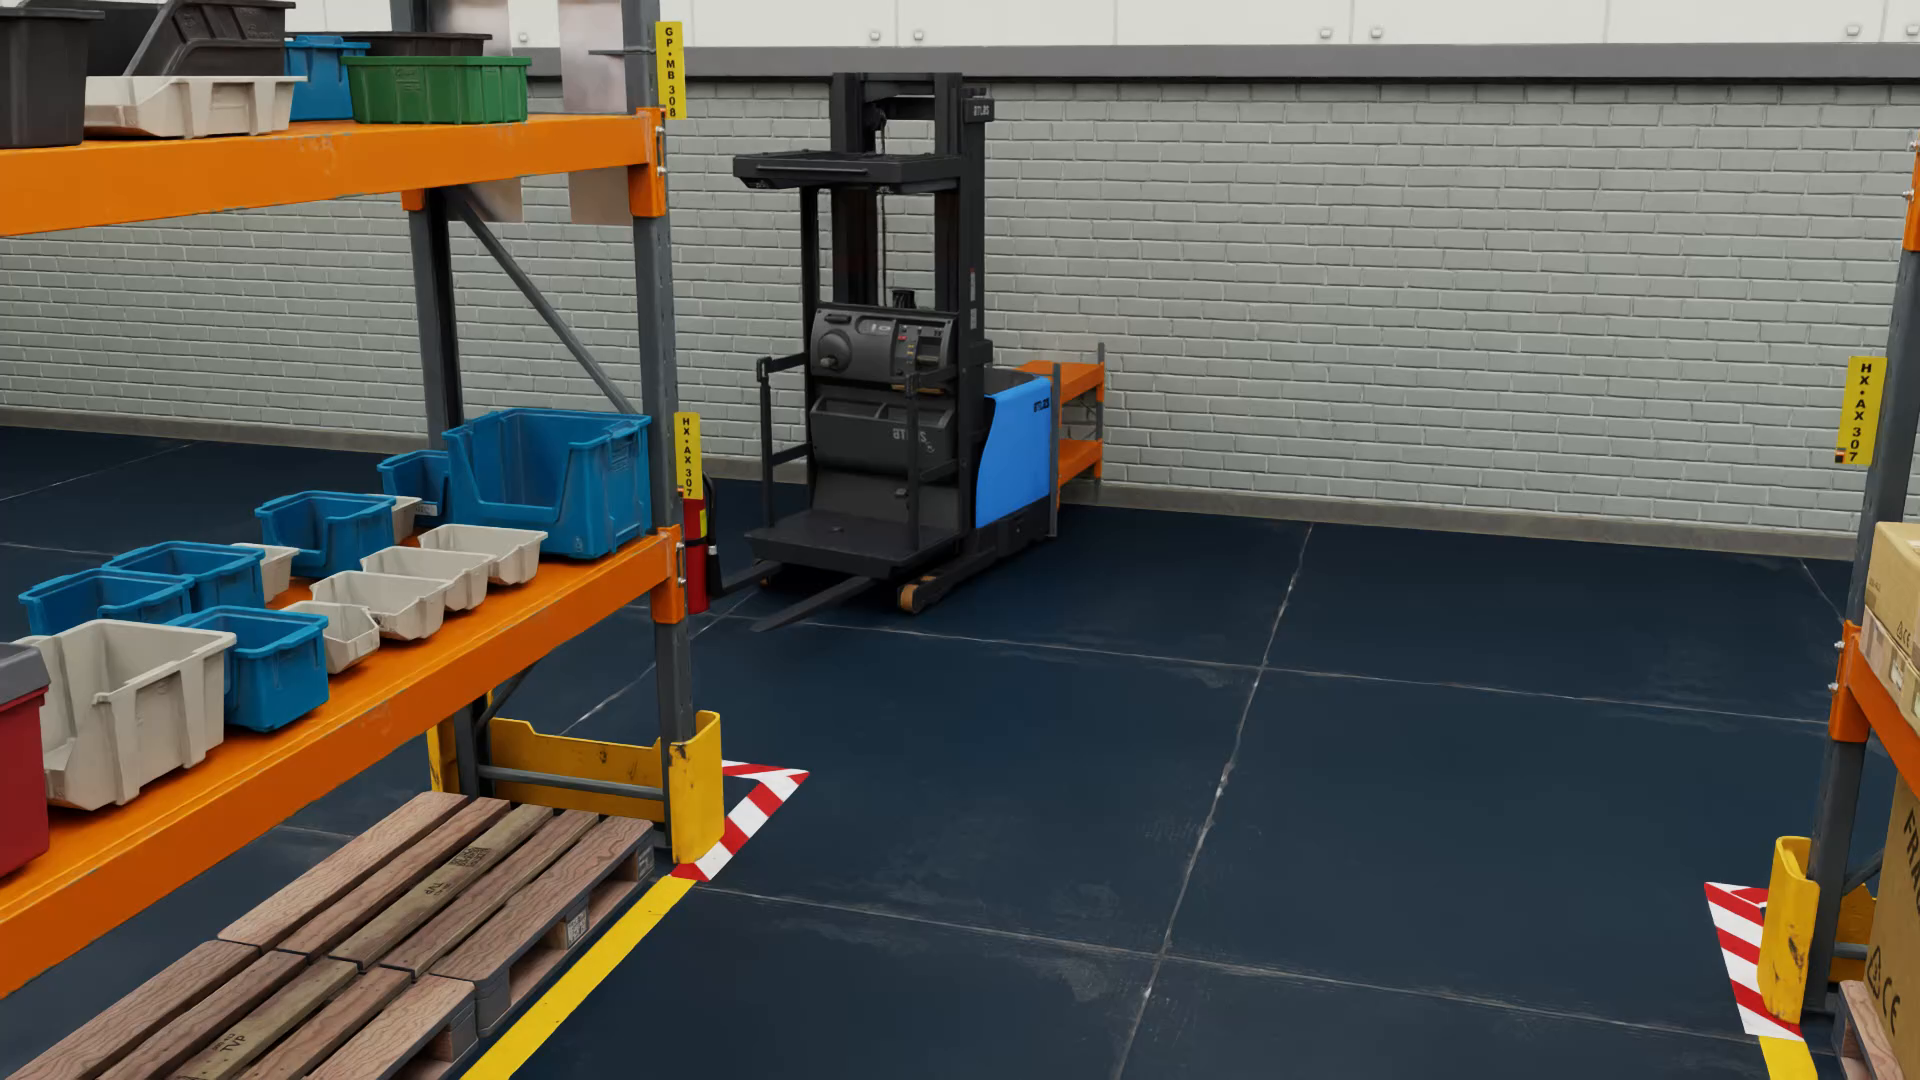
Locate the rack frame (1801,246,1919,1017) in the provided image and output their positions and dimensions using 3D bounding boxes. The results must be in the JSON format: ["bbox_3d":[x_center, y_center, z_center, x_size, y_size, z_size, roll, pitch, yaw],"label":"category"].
[{"bbox_3d":[3.216,0.114,4.931,1.000,3.000,0.127,5,16,16],"label":"rack frame"}]

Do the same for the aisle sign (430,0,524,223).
[{"bbox_3d":[-1.797,-1.563,6.078,0.394,0.787,0.004,5,16,16],"label":"aisle sign"}]

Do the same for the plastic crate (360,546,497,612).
[{"bbox_3d":[-1.687,0.130,5.248,0.396,0.136,0.243,5,16,16],"label":"plastic crate"}]

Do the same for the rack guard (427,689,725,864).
[{"bbox_3d":[-1.538,0.925,6.652,1.175,0.500,0.348,5,16,16],"label":"rack guard"}]

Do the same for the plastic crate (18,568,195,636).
[{"bbox_3d":[-2.378,0.244,4.671,0.416,0.233,0.300,5,16,16],"label":"plastic crate"}]

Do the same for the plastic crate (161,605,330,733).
[{"bbox_3d":[-1.870,0.339,4.335,0.416,0.233,0.300,5,16,16],"label":"plastic crate"}]

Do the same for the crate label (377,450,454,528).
[{"bbox_3d":[-1.918,-0.179,6.162,0.416,0.233,0.303,5,16,16],"label":"crate label"}]

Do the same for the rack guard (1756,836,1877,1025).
[{"bbox_3d":[3.223,1.310,5.294,1.175,0.500,0.348,5,16,16],"label":"rack guard"}]

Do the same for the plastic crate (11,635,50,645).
[{"bbox_3d":[-2.463,0.395,4.312,0.293,0.136,0.466,5,16,16],"label":"plastic crate"}]

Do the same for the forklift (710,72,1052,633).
[{"bbox_3d":[-0.562,-1.137,9.467,1.130,2.935,3.031,9,18,28],"label":"forklift"}]

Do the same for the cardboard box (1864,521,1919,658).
[{"bbox_3d":[2.821,0.148,4.542,0.500,0.250,0.500,4,16,14],"label":"cardboard box"}]

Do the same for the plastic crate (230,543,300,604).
[{"bbox_3d":[-2.282,0.122,5.276,0.250,0.136,0.298,5,16,16],"label":"plastic crate"}]

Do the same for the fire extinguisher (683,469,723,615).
[{"bbox_3d":[-1.054,-0.058,6.361,0.296,0.674,0.183,5,16,16],"label":"fire extinguisher"}]

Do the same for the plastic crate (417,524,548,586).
[{"bbox_3d":[-1.591,0.055,5.511,0.396,0.136,0.243,5,16,16],"label":"plastic crate"}]

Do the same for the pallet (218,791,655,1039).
[{"bbox_3d":[-1.804,1.284,5.915,1.003,0.211,1.213,5,16,16],"label":"pallet"}]

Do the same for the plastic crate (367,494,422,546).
[{"bbox_3d":[-2.089,-0.056,5.902,0.250,0.136,0.298,5,16,16],"label":"plastic crate"}]

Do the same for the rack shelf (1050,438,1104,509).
[{"bbox_3d":[0.572,-0.476,11.214,0.538,0.278,1.000,6,16,20],"label":"rack shelf"}]

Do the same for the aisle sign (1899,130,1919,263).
[{"bbox_3d":[2.949,-1.179,4.724,0.394,0.787,0.004,5,16,16],"label":"aisle sign"}]

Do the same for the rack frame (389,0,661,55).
[{"bbox_3d":[-1.532,-3.156,5.466,1.000,3.000,0.127,5,16,16],"label":"rack frame"}]

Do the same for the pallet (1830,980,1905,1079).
[{"bbox_3d":[3.064,1.671,4.552,1.003,0.211,1.213,5,16,16],"label":"pallet"}]

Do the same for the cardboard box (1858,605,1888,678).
[{"bbox_3d":[2.799,0.302,4.728,0.380,0.149,0.250,5,17,17],"label":"cardboard box"}]

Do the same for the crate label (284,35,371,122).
[{"bbox_3d":[-2.105,-1.425,5.133,0.408,0.251,0.502,5,16,16],"label":"crate label"}]

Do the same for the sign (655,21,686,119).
[{"bbox_3d":[-1.000,-1.624,5.754,0.100,0.325,0.005,5,16,16],"label":"sign"}]

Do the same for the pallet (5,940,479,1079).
[{"bbox_3d":[-2.153,1.602,4.794,1.003,0.211,1.213,5,16,16],"label":"pallet"}]

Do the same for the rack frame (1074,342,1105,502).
[{"bbox_3d":[0.754,-0.835,11.610,0.500,1.125,0.032,6,16,20],"label":"rack frame"}]

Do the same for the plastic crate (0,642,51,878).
[{"bbox_3d":[-2.175,0.503,3.333,0.402,0.464,0.583,5,16,16],"label":"plastic crate"}]

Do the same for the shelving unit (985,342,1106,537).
[{"bbox_3d":[0.574,-0.713,11.151,0.538,1.125,1.048,6,16,20],"label":"shelving unit"}]

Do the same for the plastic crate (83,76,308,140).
[{"bbox_3d":[-1.882,-1.027,3.938,0.437,0.136,0.530,5,16,16],"label":"plastic crate"}]

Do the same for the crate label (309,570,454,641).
[{"bbox_3d":[-1.743,0.205,4.984,0.396,0.136,0.243,5,16,16],"label":"crate label"}]

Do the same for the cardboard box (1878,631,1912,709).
[{"bbox_3d":[2.727,0.369,4.491,0.380,0.149,0.250,4,16,15],"label":"cardboard box"}]

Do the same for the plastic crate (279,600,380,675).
[{"bbox_3d":[-1.809,0.284,4.706,0.298,0.136,0.250,5,16,16],"label":"plastic crate"}]

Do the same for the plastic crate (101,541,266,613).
[{"bbox_3d":[-2.292,0.165,4.947,0.416,0.233,0.300,5,16,16],"label":"plastic crate"}]

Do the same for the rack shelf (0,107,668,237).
[{"bbox_3d":[-2.101,-0.844,4.129,1.077,0.370,4.000,5,16,16],"label":"rack shelf"}]

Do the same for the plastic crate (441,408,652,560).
[{"bbox_3d":[-1.449,-0.214,5.912,0.616,0.435,0.499,5,16,16],"label":"plastic crate"}]

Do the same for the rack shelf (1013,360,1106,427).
[{"bbox_3d":[0.576,-0.995,11.074,0.538,0.278,1.000,6,16,20],"label":"rack shelf"}]

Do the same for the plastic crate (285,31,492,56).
[{"bbox_3d":[-1.909,-1.571,5.615,0.497,0.269,0.590,5,16,16],"label":"plastic crate"}]

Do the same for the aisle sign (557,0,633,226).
[{"bbox_3d":[-1.231,-1.517,5.917,0.394,0.787,0.004,5,16,16],"label":"aisle sign"}]

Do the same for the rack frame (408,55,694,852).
[{"bbox_3d":[-1.532,-0.270,6.285,1.000,3.000,0.127,5,16,16],"label":"rack frame"}]

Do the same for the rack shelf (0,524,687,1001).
[{"bbox_3d":[-2.101,0.599,4.538,1.077,0.370,4.000,5,16,16],"label":"rack shelf"}]

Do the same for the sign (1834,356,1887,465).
[{"bbox_3d":[2.686,-0.385,4.959,0.100,0.325,0.005,5,16,16],"label":"sign"}]

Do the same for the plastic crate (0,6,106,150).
[{"bbox_3d":[-2.053,-0.908,3.275,0.497,0.269,0.590,5,16,16],"label":"plastic crate"}]

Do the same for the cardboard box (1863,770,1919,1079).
[{"bbox_3d":[3.111,1.108,4.551,0.875,0.875,0.875,5,16,16],"label":"cardboard box"}]

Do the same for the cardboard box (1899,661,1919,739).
[{"bbox_3d":[2.655,0.436,4.255,0.380,0.149,0.250,4,16,15],"label":"cardboard box"}]

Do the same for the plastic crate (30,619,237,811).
[{"bbox_3d":[-2.059,0.419,3.961,0.437,0.282,0.530,5,16,16],"label":"plastic crate"}]

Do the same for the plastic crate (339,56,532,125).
[{"bbox_3d":[-1.539,-1.331,4.917,0.450,0.188,0.336,5,16,16],"label":"plastic crate"}]

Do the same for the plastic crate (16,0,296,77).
[{"bbox_3d":[-2.230,-1.305,4.550,0.504,0.338,0.767,5,16,16],"label":"plastic crate"}]

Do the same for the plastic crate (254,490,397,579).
[{"bbox_3d":[-2.105,-0.007,5.555,0.416,0.233,0.300,5,16,16],"label":"plastic crate"}]

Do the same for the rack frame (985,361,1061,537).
[{"bbox_3d":[0.393,-0.590,10.691,0.500,1.125,0.032,6,16,20],"label":"rack frame"}]

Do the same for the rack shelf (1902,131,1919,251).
[{"bbox_3d":[2.648,-0.460,2.775,1.077,0.370,4.000,5,16,16],"label":"rack shelf"}]

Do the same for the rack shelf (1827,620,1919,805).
[{"bbox_3d":[2.648,0.983,3.184,1.077,0.370,4.000,5,16,16],"label":"rack shelf"}]

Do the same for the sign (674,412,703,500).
[{"bbox_3d":[-1.000,-0.310,6.127,0.100,0.325,0.005,5,16,16],"label":"sign"}]

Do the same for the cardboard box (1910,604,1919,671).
[{"bbox_3d":[2.680,0.284,4.060,0.500,0.250,0.500,4,16,15],"label":"cardboard box"}]
